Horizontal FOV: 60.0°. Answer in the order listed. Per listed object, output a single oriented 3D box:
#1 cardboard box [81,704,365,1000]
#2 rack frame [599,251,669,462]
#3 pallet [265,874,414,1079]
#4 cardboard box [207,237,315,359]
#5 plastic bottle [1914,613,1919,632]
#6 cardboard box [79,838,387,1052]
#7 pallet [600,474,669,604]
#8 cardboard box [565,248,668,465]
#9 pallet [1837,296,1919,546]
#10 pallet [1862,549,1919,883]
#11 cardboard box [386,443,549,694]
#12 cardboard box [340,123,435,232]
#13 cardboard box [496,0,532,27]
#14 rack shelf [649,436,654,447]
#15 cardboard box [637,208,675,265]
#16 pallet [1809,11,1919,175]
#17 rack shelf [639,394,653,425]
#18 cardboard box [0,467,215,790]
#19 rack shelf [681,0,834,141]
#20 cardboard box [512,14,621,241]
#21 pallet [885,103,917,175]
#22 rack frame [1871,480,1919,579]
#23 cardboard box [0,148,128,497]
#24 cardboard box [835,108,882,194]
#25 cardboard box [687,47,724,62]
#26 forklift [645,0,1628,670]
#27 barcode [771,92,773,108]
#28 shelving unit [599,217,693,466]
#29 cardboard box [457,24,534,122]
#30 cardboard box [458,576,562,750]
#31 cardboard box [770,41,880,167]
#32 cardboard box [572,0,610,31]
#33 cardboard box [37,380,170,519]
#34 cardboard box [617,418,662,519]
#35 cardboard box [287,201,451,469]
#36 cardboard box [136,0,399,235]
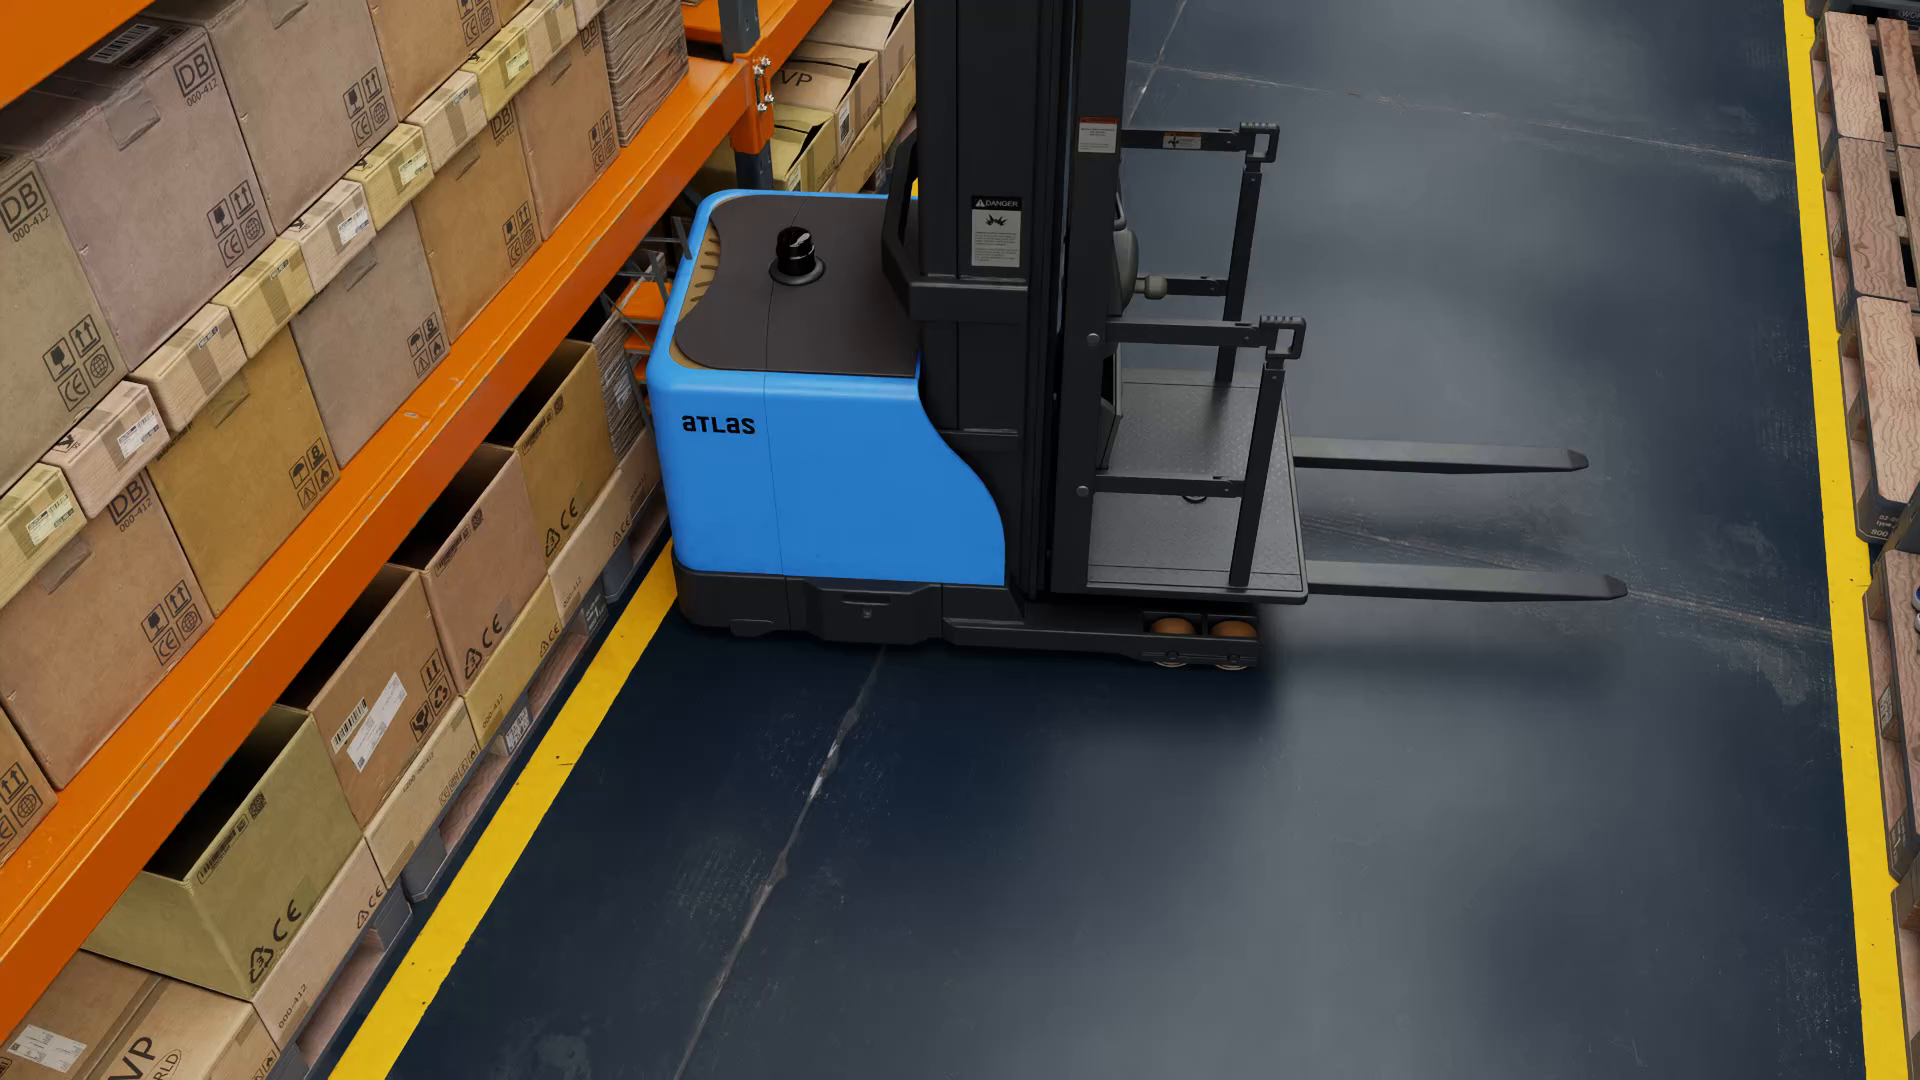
[{"bbox_3d":[-1.851,0.704,4.015,0.500,0.500,0.500,13,46,13],"label":"cardboard box"},{"bbox_3d":[-0.918,-0.420,5.311,0.240,1.200,0.006,6,45,19],"label":"rack frame"},{"bbox_3d":[-2.183,1.262,4.310,1.003,0.211,1.213,13,46,13],"label":"pallet"},{"bbox_3d":[-1.662,-0.559,3.641,0.380,0.149,0.250,12,46,12],"label":"cardboard box"},{"bbox_3d":[3.011,0.199,5.088,0.097,0.201,0.097,0,44,0],"label":"plastic bottle"},{"bbox_3d":[-1.852,0.972,4.278,0.500,0.250,0.500,13,46,13],"label":"cardboard box"},{"bbox_3d":[-1.444,-0.365,5.972,1.003,0.211,1.213,13,46,13],"label":"pallet"},{"bbox_3d":[-1.258,-0.632,5.381,0.500,0.500,0.500,13,46,13],"label":"cardboard box"},{"bbox_3d":[3.757,-0.366,5.973,1.003,0.211,1.213,13,46,13],"label":"pallet"},{"bbox_3d":[3.313,0.604,4.981,1.003,0.211,1.213,13,46,13],"label":"pallet"},{"bbox_3d":[-1.543,0.039,4.695,0.500,0.500,0.500,13,46,13],"label":"cardboard box"},{"bbox_3d":[-1.505,-0.900,3.990,0.380,0.149,0.250,14,46,14],"label":"cardboard box"},{"bbox_3d":[-1.443,-1.748,4.392,0.700,0.500,0.500,12,46,12],"label":"cardboard box"},{"bbox_3d":[-0.865,-0.363,5.482,0.258,0.103,0.180,6,45,19],"label":"rack shelf"},{"bbox_3d":[-1.314,-1.388,6.689,0.500,0.250,0.500,12,46,12],"label":"cardboard box"},{"bbox_3d":[4.496,-1.992,7.635,1.003,0.211,1.213,13,46,13],"label":"pallet"},{"bbox_3d":[-0.884,-0.450,5.402,0.258,0.103,0.180,6,45,19],"label":"rack shelf"},{"bbox_3d":[-2.067,0.088,3.444,0.700,0.500,0.500,14,46,14],"label":"cardboard box"},{"bbox_3d":[-0.558,-2.959,7.143,1.077,0.370,4.000,13,46,13],"label":"rack shelf"},{"bbox_3d":[-1.445,-1.268,4.830,0.700,0.500,0.500,12,46,12],"label":"cardboard box"},{"bbox_3d":[-0.610,-2.201,7.849,1.003,0.211,1.213,13,46,13],"label":"pallet"},{"bbox_3d":[3.556,-0.831,4.455,1.000,3.000,0.127,13,46,13],"label":"rack frame"},{"bbox_3d":[-2.051,-0.411,3.027,0.700,0.500,0.500,11,46,11],"label":"cardboard box"},{"bbox_3d":[-0.649,-1.607,6.913,0.500,0.250,0.500,14,46,14],"label":"cardboard box"},{"bbox_3d":[-1.162,-1.929,6.842,0.500,0.311,0.500,14,46,14],"label":"cardboard box"},{"bbox_3d":[0.623,-1.018,4.695,3.031,2.935,1.130,3,44,3],"label":"forklift"},{"bbox_3d":[-0.689,-1.572,5.998,0.001,0.075,0.075,13,46,13],"label":"barcode"},{"bbox_3d":[-0.891,-0.482,5.372,0.258,1.200,0.189,6,45,19],"label":"shelving unit"},{"bbox_3d":[-1.351,-1.246,4.343,0.380,0.149,0.250,12,46,12],"label":"cardboard box"},{"bbox_3d":[-1.544,0.306,4.958,0.500,0.250,0.500,13,46,13],"label":"cardboard box"},{"bbox_3d":[-0.644,-1.806,6.715,0.500,0.311,0.500,12,46,12],"label":"cardboard box"},{"bbox_3d":[-1.195,-1.584,4.689,0.380,0.149,0.250,11,46,11],"label":"cardboard box"},{"bbox_3d":[-1.818,-0.210,3.285,0.380,0.149,0.250,12,46,12],"label":"cardboard box"},{"bbox_3d":[-1.256,-0.363,5.642,0.500,0.250,0.500,13,46,13],"label":"cardboard box"},{"bbox_3d":[-1.755,-0.593,4.140,0.700,0.500,0.500,14,46,14],"label":"cardboard box"},{"bbox_3d":[-1.747,-1.081,3.711,0.700,0.500,0.500,13,46,13],"label":"cardboard box"}]
